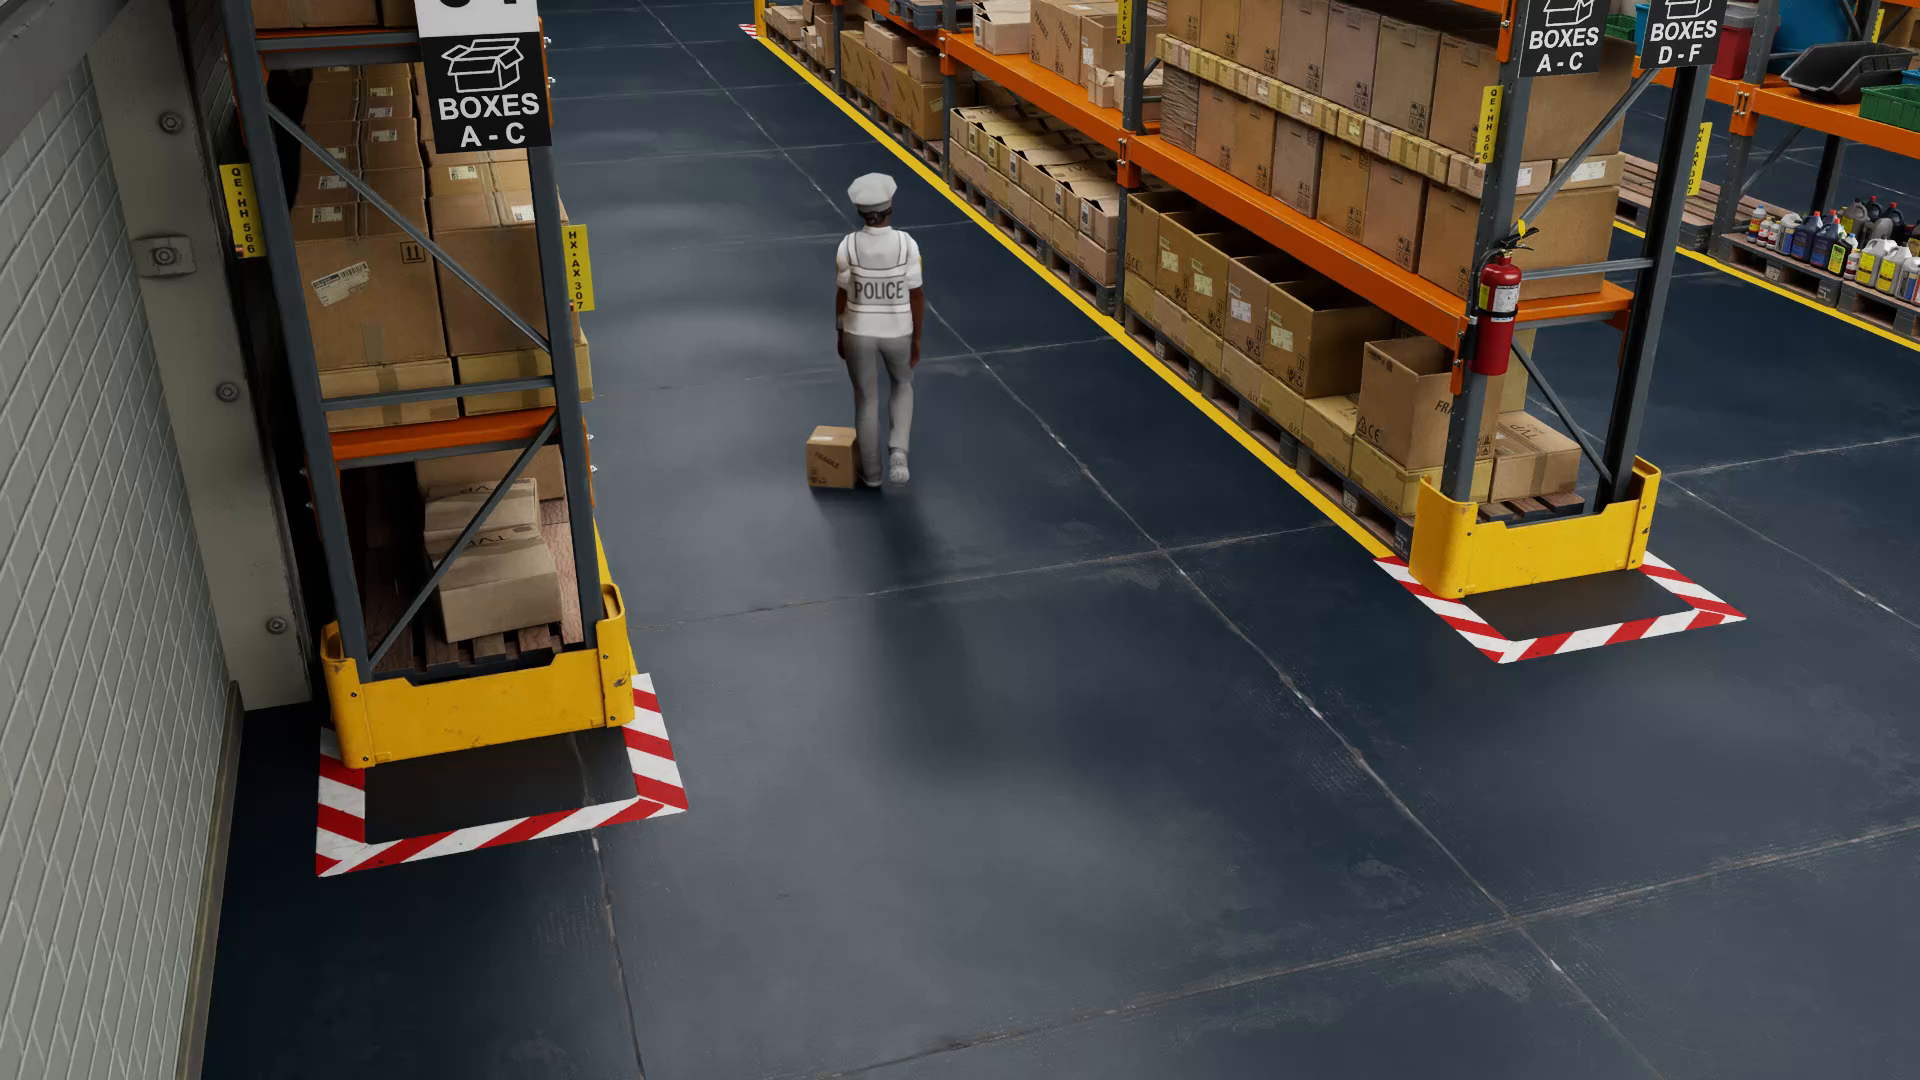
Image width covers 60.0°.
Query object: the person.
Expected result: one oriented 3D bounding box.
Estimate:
[{"bbox_3d":[-0.422,-1.080,8.710,0.456,1.687,0.442,-4,27,-8],"label":"person"}]
